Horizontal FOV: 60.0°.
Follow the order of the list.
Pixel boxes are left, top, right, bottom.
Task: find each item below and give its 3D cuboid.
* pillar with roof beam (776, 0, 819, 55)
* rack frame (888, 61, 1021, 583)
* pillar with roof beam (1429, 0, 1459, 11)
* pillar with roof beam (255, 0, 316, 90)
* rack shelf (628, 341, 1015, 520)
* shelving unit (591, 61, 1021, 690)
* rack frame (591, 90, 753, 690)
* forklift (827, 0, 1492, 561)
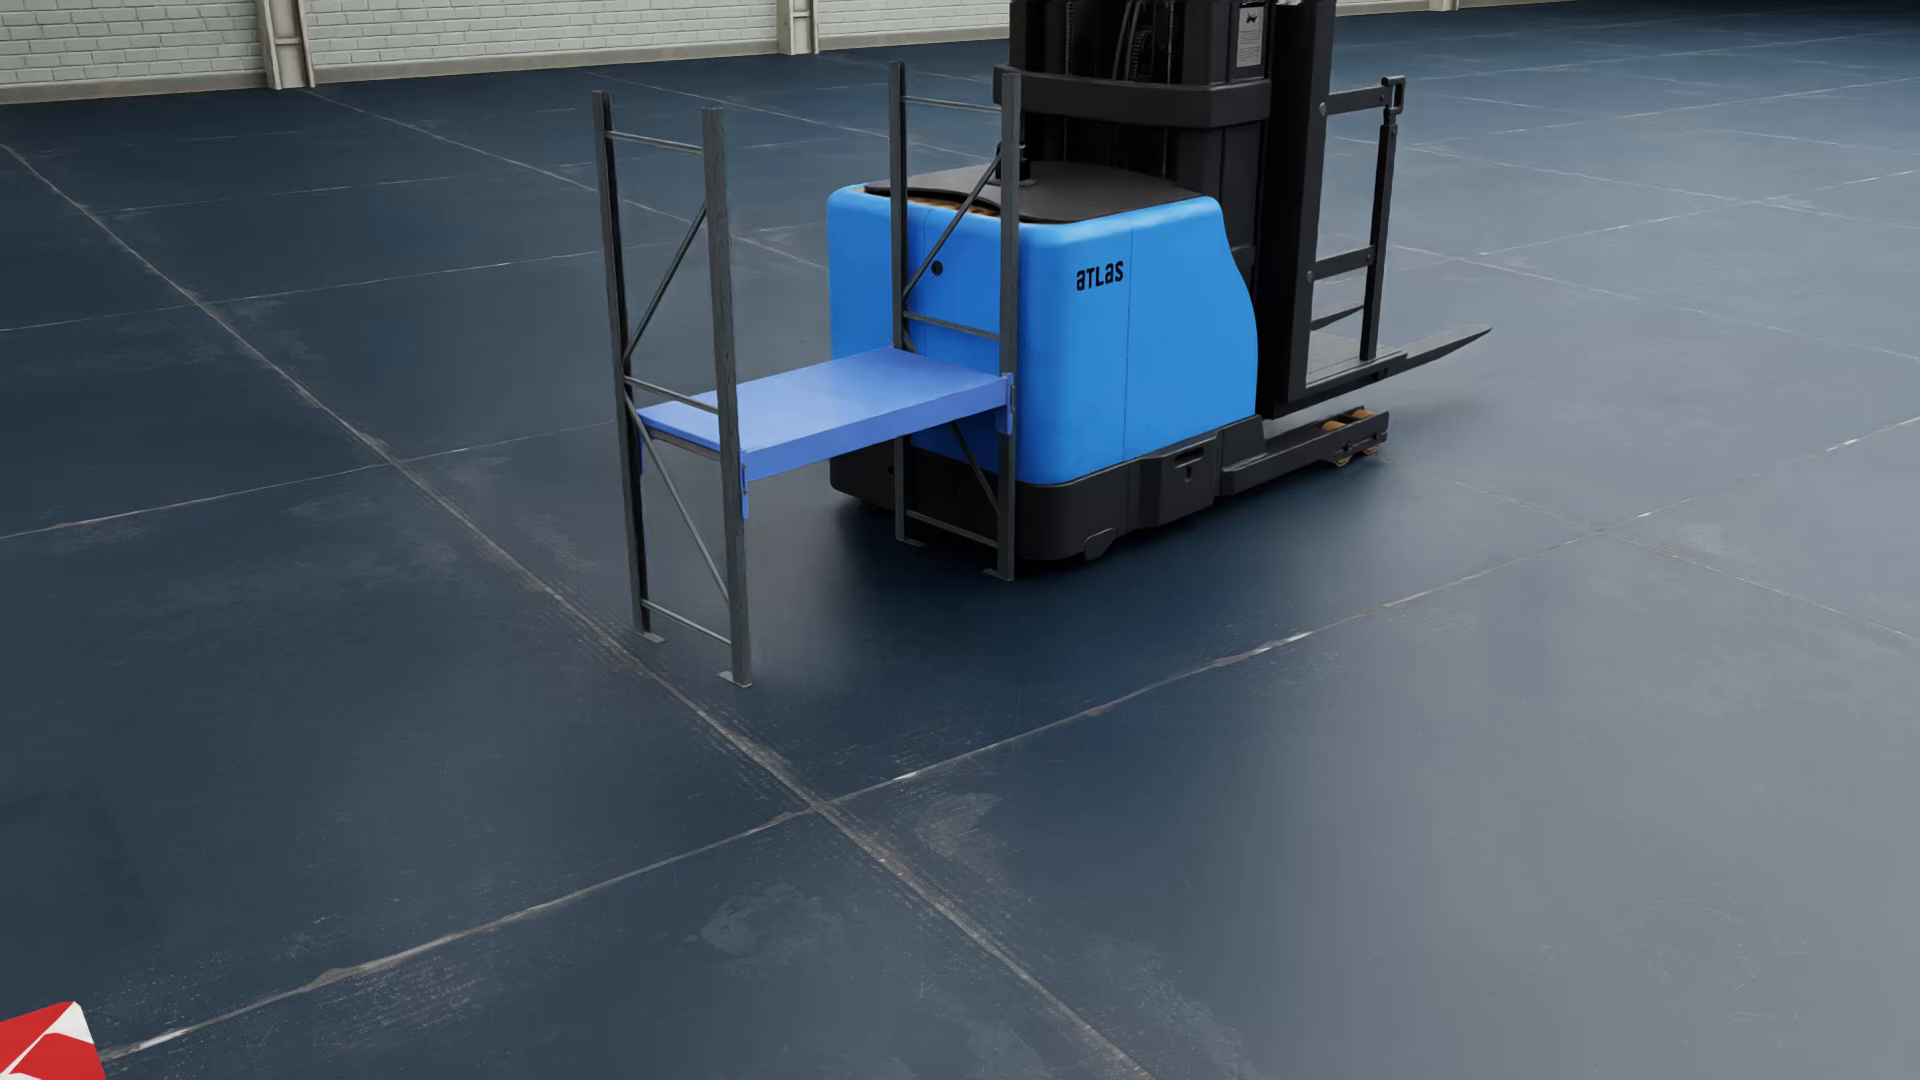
[{"bbox_3d":[0.545,-8.821,15.360,0.400,9.000,9.100,-15,26,-33],"label":"pillar with roof beam"},{"bbox_3d":[-0.022,-0.635,4.965,0.500,1.500,0.032,20,29,41],"label":"rack frame"},{"bbox_3d":[10.286,-11.418,21.869,0.400,9.000,9.100,-15,26,-33],"label":"pillar with roof beam"},{"bbox_3d":[-4.325,-7.522,12.105,0.400,9.000,9.100,-15,26,-33],"label":"pillar with roof beam"},{"bbox_3d":[-0.380,-0.335,4.698,0.538,0.185,1.000,20,29,41],"label":"rack shelf"},{"bbox_3d":[-0.380,-0.502,4.631,0.538,1.500,1.048,20,29,41],"label":"shelving unit"},{"bbox_3d":[-0.739,-0.369,4.297,0.500,1.500,0.032,20,29,41],"label":"rack frame"},{"bbox_3d":[0.954,-1.748,5.823,1.130,2.935,3.031,20,29,41],"label":"forklift"}]
